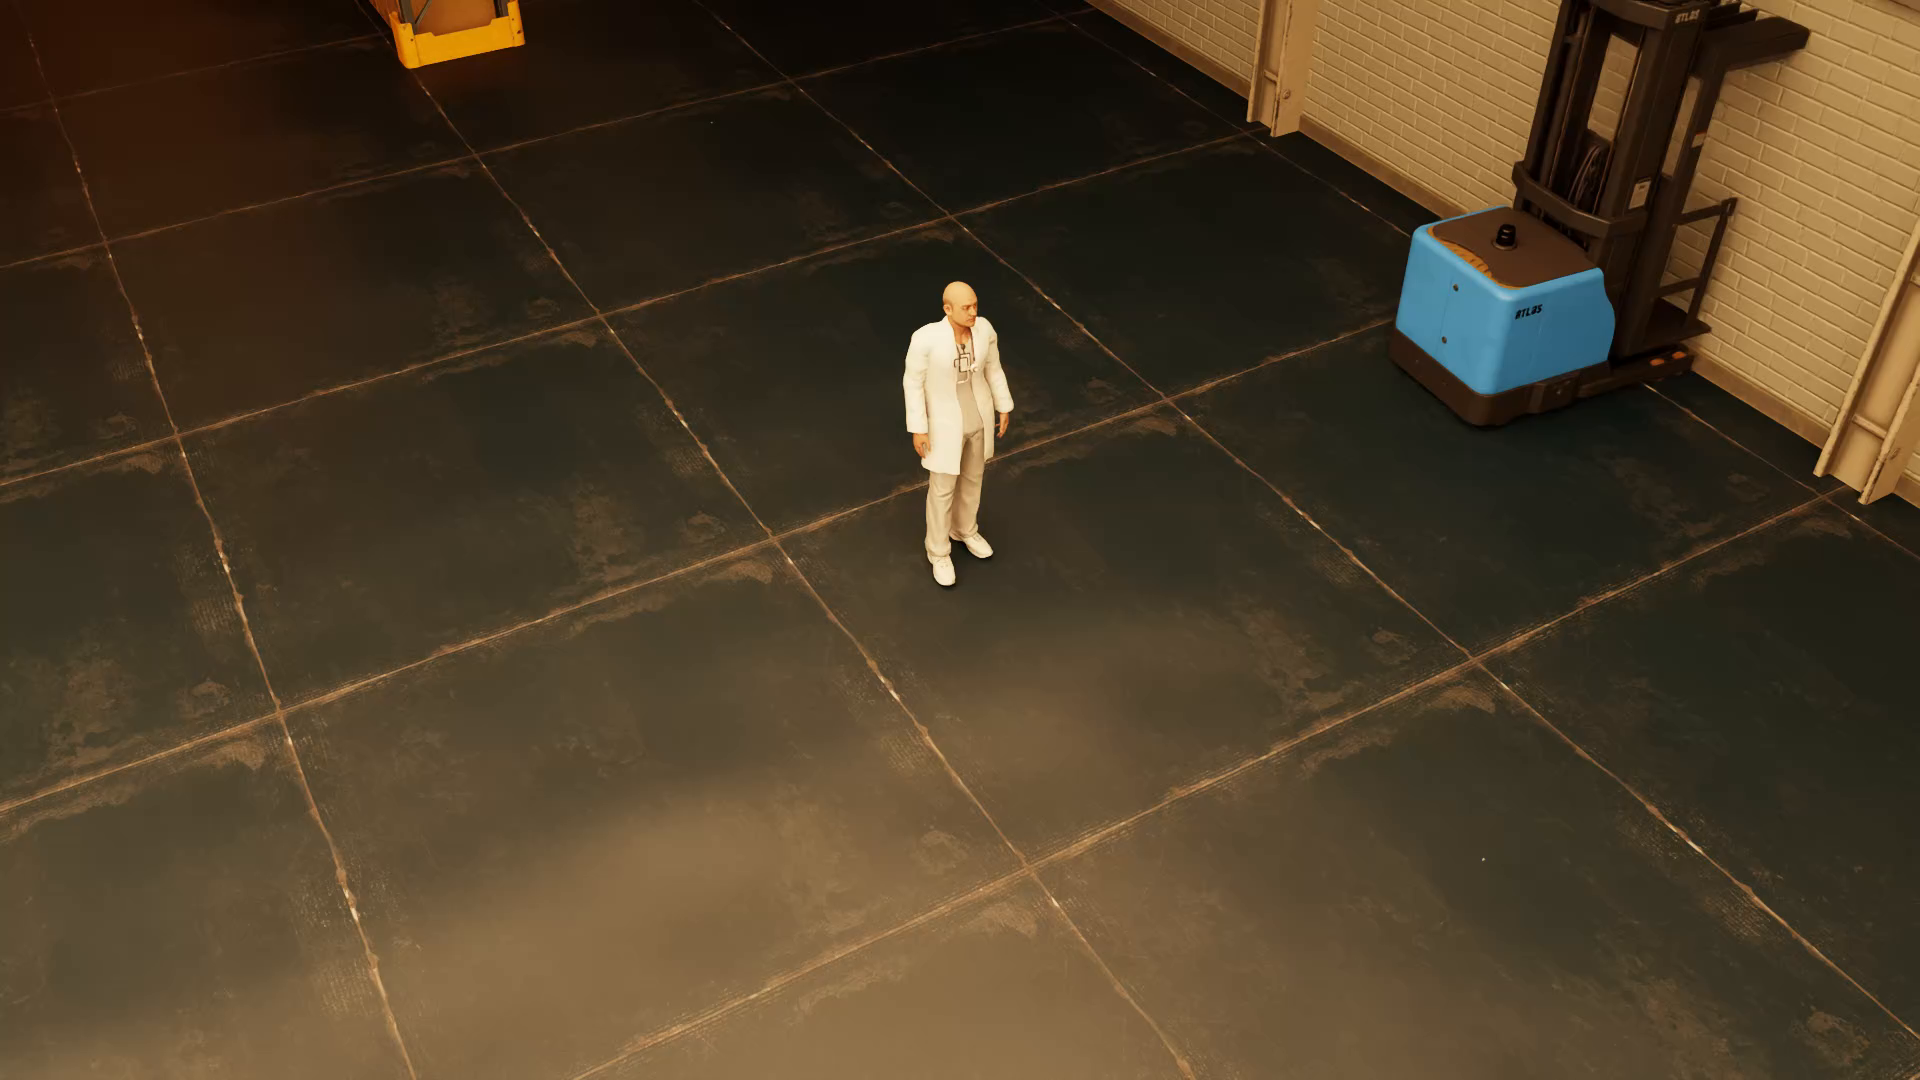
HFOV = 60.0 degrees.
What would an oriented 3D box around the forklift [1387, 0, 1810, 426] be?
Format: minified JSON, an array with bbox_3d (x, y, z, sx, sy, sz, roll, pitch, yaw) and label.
[{"bbox_3d":[4.596,-2.527,11.083,3.031,2.935,1.130,-17,42,-19],"label":"forklift"}]

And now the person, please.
[{"bbox_3d":[0.043,-0.638,9.697,0.698,1.777,0.578,-20,44,-23],"label":"person"}]
